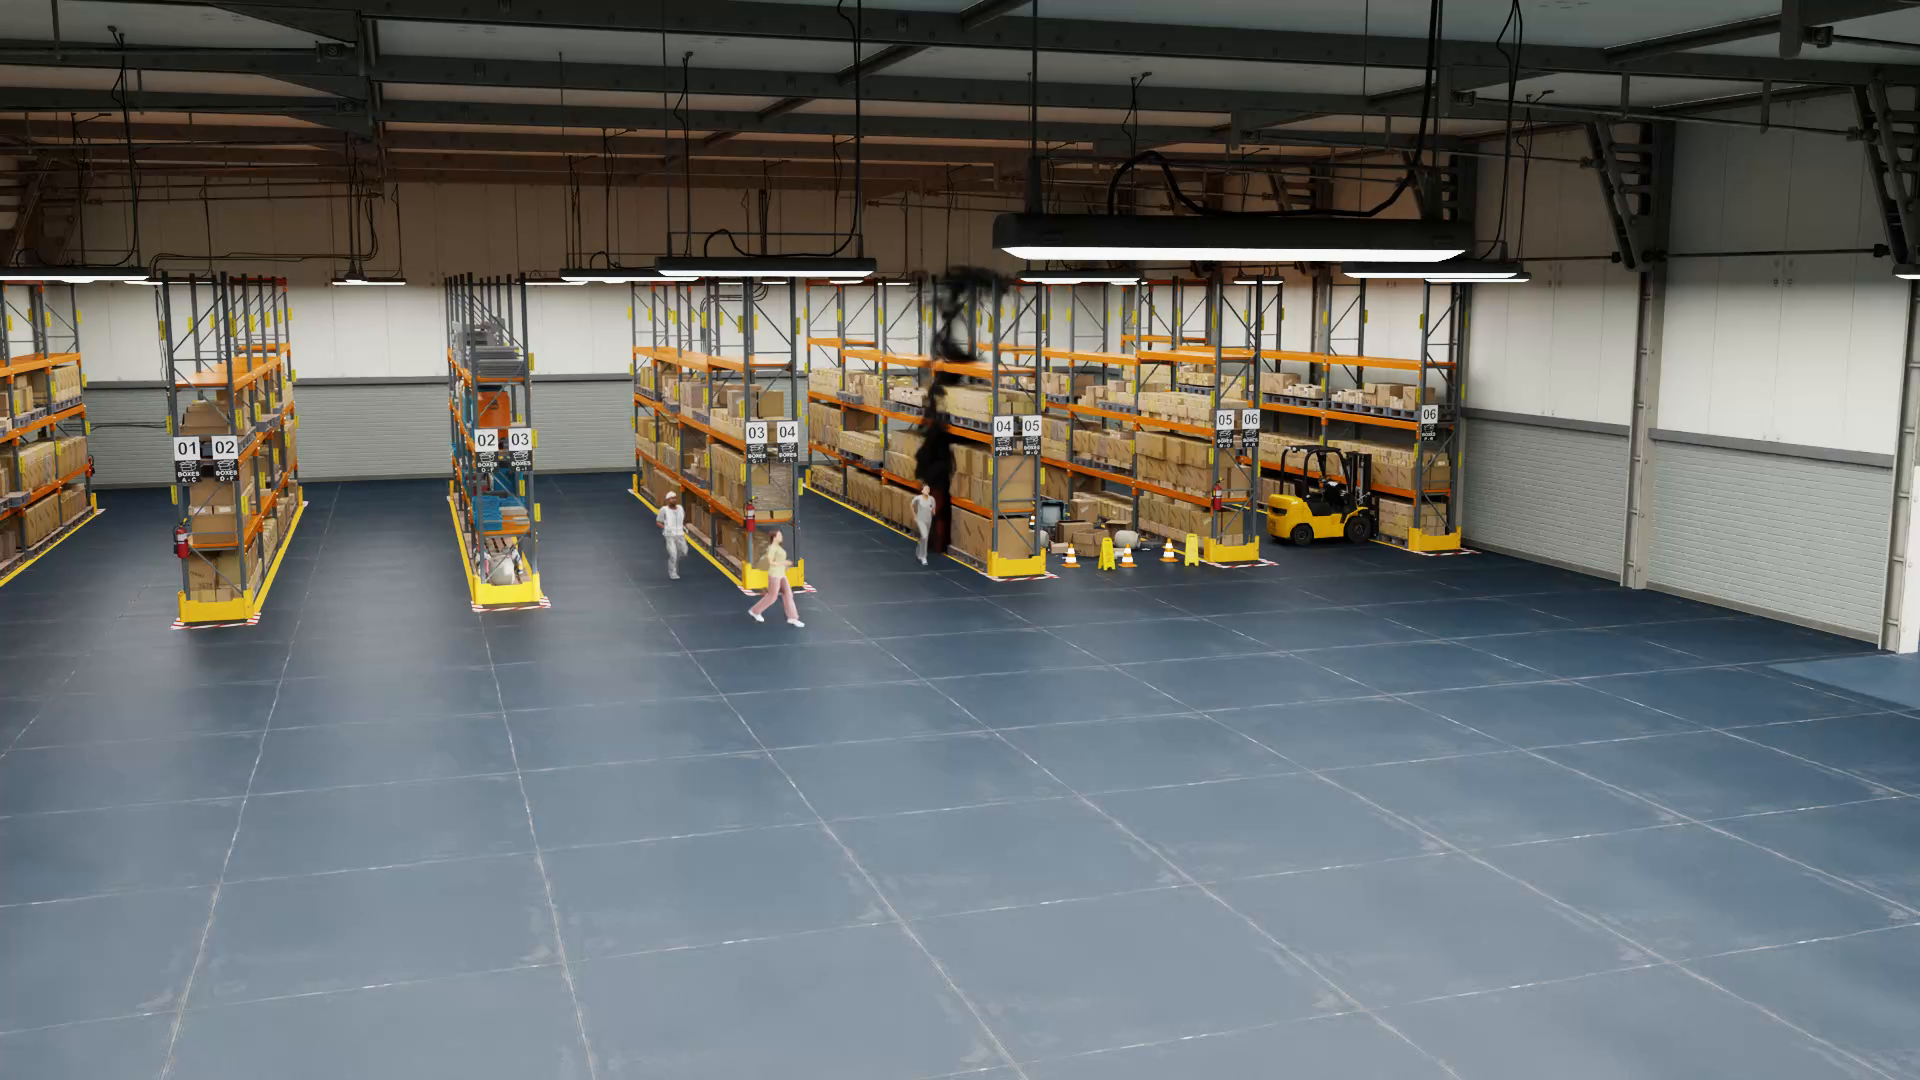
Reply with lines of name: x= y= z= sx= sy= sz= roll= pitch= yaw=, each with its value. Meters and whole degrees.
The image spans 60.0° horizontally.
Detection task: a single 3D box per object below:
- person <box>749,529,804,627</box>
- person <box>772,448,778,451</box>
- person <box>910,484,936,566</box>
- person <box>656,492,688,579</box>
person: x=-3.134 y=0.640 z=28.250 sx=0.956 sy=1.684 sz=0.576 roll=1 pitch=9 yaw=10
person: x=-5.456 y=-2.236 z=47.509 sx=0.616 sy=1.698 sz=0.816 roll=0 pitch=9 yaw=-3
person: x=-0.752 y=-0.345 z=34.778 sx=0.480 sy=1.700 sz=0.818 roll=-5 pitch=10 yaw=-29
person: x=-5.662 y=-0.090 z=32.920 sx=0.677 sy=1.734 sz=0.614 roll=-6 pitch=11 yaw=-36
